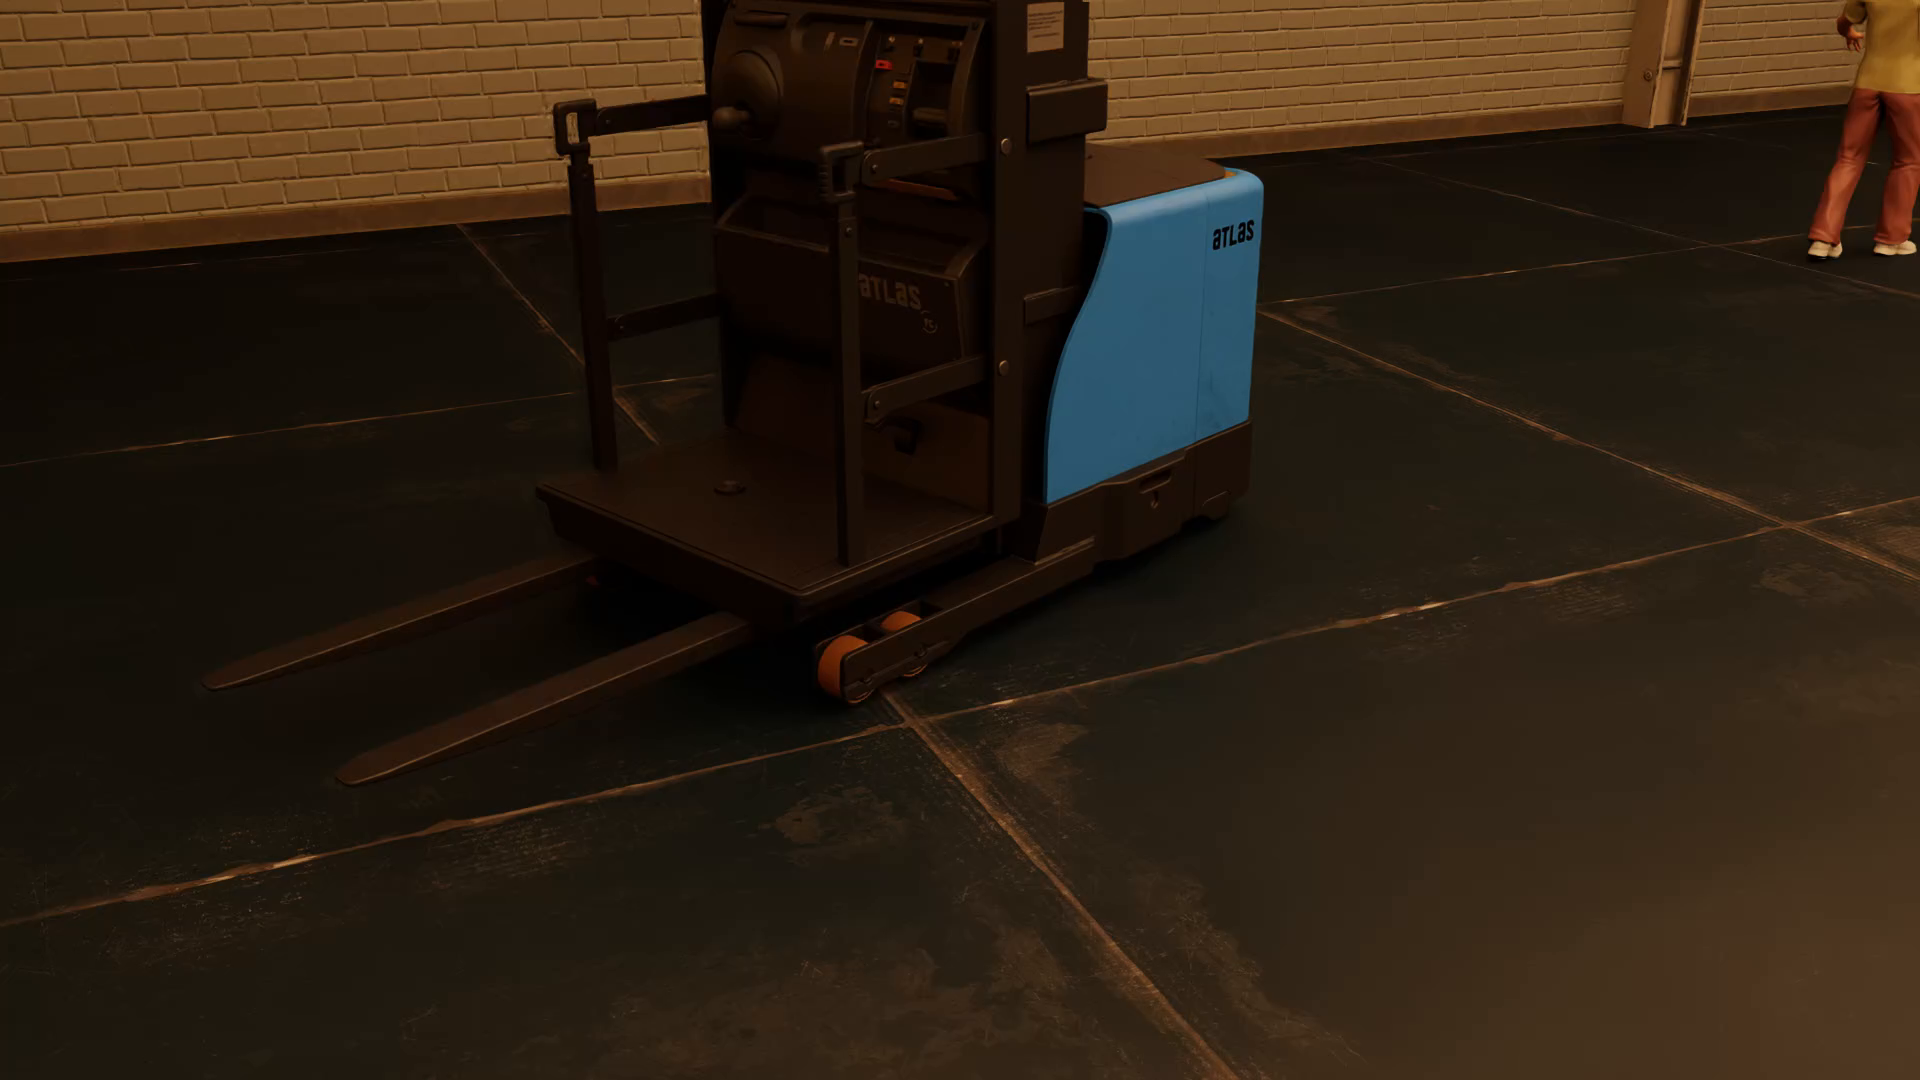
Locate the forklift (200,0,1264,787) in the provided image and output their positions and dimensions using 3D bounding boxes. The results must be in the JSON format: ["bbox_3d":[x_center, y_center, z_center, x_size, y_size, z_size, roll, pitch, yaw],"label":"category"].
[{"bbox_3d":[-0.447,-1.168,4.098,1.130,2.935,3.031,19,29,39],"label":"forklift"}]

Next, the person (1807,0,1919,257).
[{"bbox_3d":[4.711,-2.234,8.351,0.724,1.655,0.871,-16,27,-34],"label":"person"}]
